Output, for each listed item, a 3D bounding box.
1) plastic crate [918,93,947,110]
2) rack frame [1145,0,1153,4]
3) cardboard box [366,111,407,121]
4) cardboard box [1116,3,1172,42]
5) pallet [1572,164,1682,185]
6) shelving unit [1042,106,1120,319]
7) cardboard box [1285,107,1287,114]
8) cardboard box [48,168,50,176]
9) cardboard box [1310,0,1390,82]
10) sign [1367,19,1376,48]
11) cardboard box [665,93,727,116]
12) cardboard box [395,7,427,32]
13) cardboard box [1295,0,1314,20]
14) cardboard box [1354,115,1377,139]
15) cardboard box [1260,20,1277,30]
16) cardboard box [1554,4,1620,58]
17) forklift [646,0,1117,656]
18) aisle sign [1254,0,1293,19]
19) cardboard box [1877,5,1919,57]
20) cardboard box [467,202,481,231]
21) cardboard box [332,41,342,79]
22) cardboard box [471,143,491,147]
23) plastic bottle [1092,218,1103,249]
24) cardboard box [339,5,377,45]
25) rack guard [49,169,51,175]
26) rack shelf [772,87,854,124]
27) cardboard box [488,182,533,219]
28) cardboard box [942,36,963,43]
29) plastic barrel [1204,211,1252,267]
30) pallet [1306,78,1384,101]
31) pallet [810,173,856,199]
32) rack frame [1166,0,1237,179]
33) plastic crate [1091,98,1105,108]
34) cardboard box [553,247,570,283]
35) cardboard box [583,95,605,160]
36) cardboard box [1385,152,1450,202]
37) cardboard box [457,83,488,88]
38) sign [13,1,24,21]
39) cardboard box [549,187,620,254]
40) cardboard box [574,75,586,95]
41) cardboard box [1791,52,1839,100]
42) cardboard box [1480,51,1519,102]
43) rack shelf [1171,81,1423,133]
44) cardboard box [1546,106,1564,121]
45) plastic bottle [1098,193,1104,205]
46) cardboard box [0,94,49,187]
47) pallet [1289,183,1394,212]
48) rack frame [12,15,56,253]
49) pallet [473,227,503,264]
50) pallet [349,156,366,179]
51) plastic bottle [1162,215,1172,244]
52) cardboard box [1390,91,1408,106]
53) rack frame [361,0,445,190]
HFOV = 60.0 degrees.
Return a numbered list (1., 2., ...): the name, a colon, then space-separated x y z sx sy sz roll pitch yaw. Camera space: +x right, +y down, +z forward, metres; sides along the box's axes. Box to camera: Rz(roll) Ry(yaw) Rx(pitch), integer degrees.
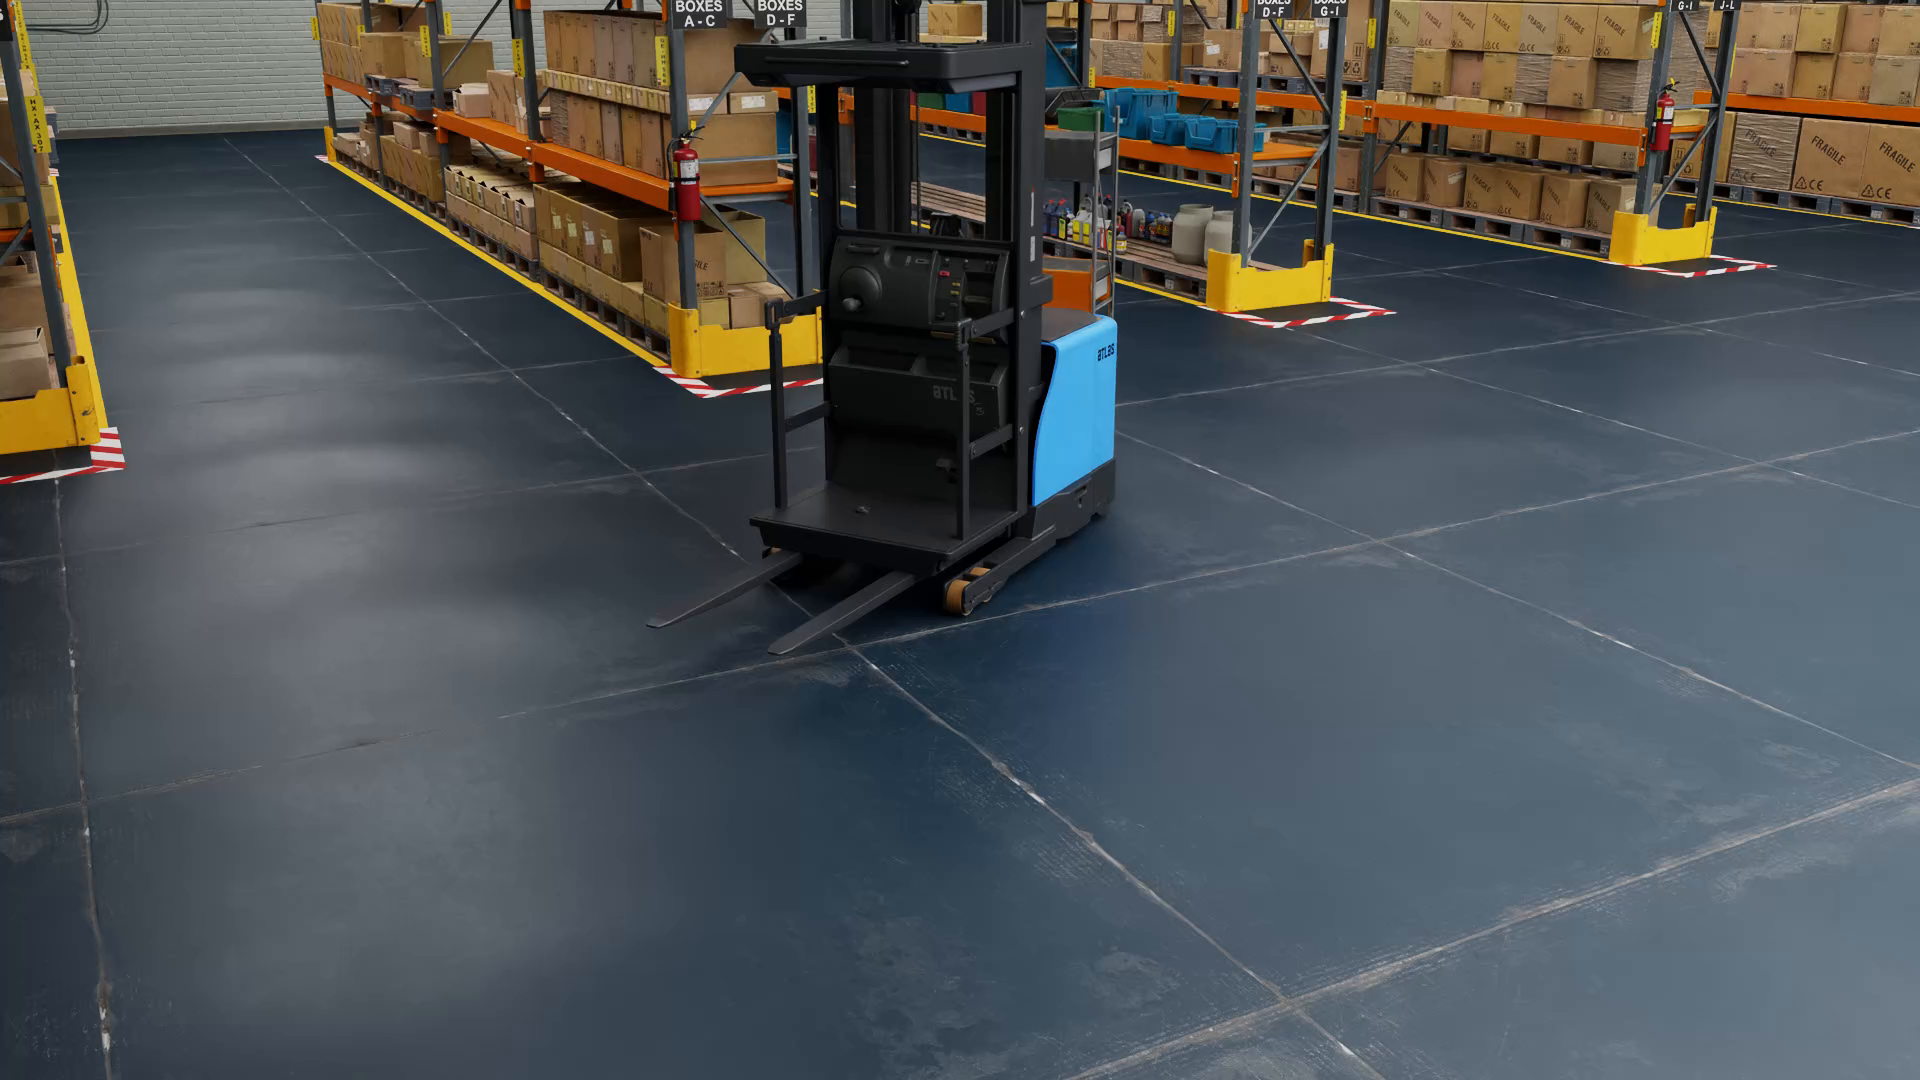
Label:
1. plastic crate: -0.176 -4.996 18.837 0.450 0.188 0.662 -10 21 -27
2. rack frame: 3.973 -9.592 31.829 1.000 3.000 0.127 -10 21 -27
3. cardboard box: -8.685 -6.227 25.237 0.500 0.500 0.500 -10 21 -27
4. cardboard box: 2.719 -7.477 24.011 0.797 0.503 0.637 -9 21 -25
5. pallet: 9.238 -5.038 22.909 1.003 0.211 1.213 -10 21 -27
6. shelving unit: 0.559 -1.325 9.249 0.503 2.100 0.431 7 21 20
7. cardboard box: 5.783 -7.647 29.465 0.380 0.149 0.250 -10 21 -26
8. cardboard box: -6.368 -2.379 11.127 0.500 0.250 0.500 -10 22 -28
9. cardboard box: 5.004 -6.139 20.261 1.000 1.000 1.000 -10 21 -26
10. sign: 4.771 -5.868 19.263 0.100 0.325 0.005 -10 21 -27
11. cardboard box: -1.912 -3.160 12.043 0.380 0.149 0.250 -10 22 -28
12. cardboard box: -7.237 -6.869 22.254 0.500 0.500 0.500 -9 21 -25
13. cardboard box: 5.872 -9.271 28.758 0.500 0.500 0.500 -9 21 -25
14. cardboard box: 6.721 -6.759 26.810 0.500 0.500 0.500 -11 22 -29
15. cardboard box: 5.394 -8.726 28.712 0.500 0.500 0.500 -10 21 -27
16. cardboard box: 6.436 -5.182 16.908 0.500 0.500 0.500 -10 21 -27
17. forklift: -0.298 -1.205 7.629 1.130 2.935 3.031 10 21 27
18. aisle sign: 2.571 -4.654 13.536 0.394 0.787 0.004 -10 21 -27
19. cardboard box: 11.086 -5.836 19.060 0.875 0.550 0.550 -10 21 -27
20. cardboard box: -4.879 -3.433 17.553 0.500 0.250 0.500 -11 22 -28
21. cardboard box: -8.696 -6.906 23.894 0.500 0.500 0.500 -10 21 -27
22. cardboard box: -6.066 -4.667 20.715 0.500 0.500 0.500 -11 22 -28
23. plastic bottle: 1.379 -2.988 16.194 0.152 0.276 0.135 -11 22 -28
24. cardboard box: -8.213 -7.087 22.885 0.500 0.500 0.500 -10 21 -26
25. rack guard: -13.529 -5.376 23.444 1.175 0.500 0.348 -10 21 -27
26. rack shelf: -1.950 -6.023 22.589 1.077 0.370 4.000 -10 21 -27
27. cardboard box: -4.394 -3.402 16.603 0.500 0.311 0.500 -10 21 -27
28. cardboard box: 0.038 -8.449 28.293 0.500 0.250 0.500 -11 22 -28
29. plastic barrel: 2.419 -2.692 15.003 0.421 0.512 0.421 0 19 0
30. pallet: 5.023 -5.559 20.436 1.003 0.211 1.213 -10 21 -27
31. pallet: -1.411 -4.690 21.900 1.003 0.211 1.213 -10 21 -27
32. rack frame: 3.359 -6.556 23.032 1.000 3.000 0.127 -10 21 -27
33. plastic crate: 1.664 -4.294 16.706 0.499 0.251 0.616 -10 21 -27
34. cardboard box: -3.275 -2.448 14.700 0.500 0.250 0.500 -10 21 -27
35. cardboard box: -2.755 -3.500 14.023 0.700 0.500 0.500 -10 21 -26
36. cardboard box: 5.413 -4.303 19.692 0.500 0.500 0.500 -11 22 -28
37. cardboard box: -5.227 -4.869 18.280 0.500 0.311 0.500 -9 21 -23
38. sign: -13.034 -7.290 23.021 0.100 0.325 0.005 -10 21 -27
39. cardboard box: -3.273 -2.803 14.579 0.500 0.500 0.500 -10 21 -27
40. cardboard box: -3.019 -3.828 13.978 0.380 0.149 0.250 -11 22 -28
41. cardboard box: 10.631 -5.649 20.175 0.875 0.550 0.500 -10 21 -27
42. cardboard box: 6.151 -5.030 18.000 0.875 0.500 0.500 -10 21 -27
43. rack shelf: 4.308 -5.642 21.485 1.077 0.370 4.000 -10 21 -27
44. cardboard box: 6.371 -4.478 17.396 0.380 0.149 0.250 -10 21 -27
45. plastic bottle: 1.459 -3.456 17.434 0.144 0.351 0.185 -11 22 -28
46. cardboard box: -5.882 -2.434 10.137 0.500 0.500 0.500 -10 21 -27
47. pallet: 4.887 -4.313 20.806 1.003 0.211 1.213 -10 21 -27
48. rack frame: -9.719 -4.254 16.361 1.000 3.000 0.127 -10 21 -27
49. pallet: -4.429 -3.112 17.327 1.003 0.211 1.213 -10 21 -27
50. pallet: -8.169 -5.400 23.958 1.003 0.211 1.213 -10 21 -27
51. plastic bottle: 2.049 -3.077 16.459 0.097 0.271 0.097 0 19 0
52. cardboard box: 5.203 -5.107 19.217 0.380 0.149 0.250 -10 21 -27
53. rack frame: -7.261 -6.171 21.916 1.000 3.000 0.127 -10 21 -27
